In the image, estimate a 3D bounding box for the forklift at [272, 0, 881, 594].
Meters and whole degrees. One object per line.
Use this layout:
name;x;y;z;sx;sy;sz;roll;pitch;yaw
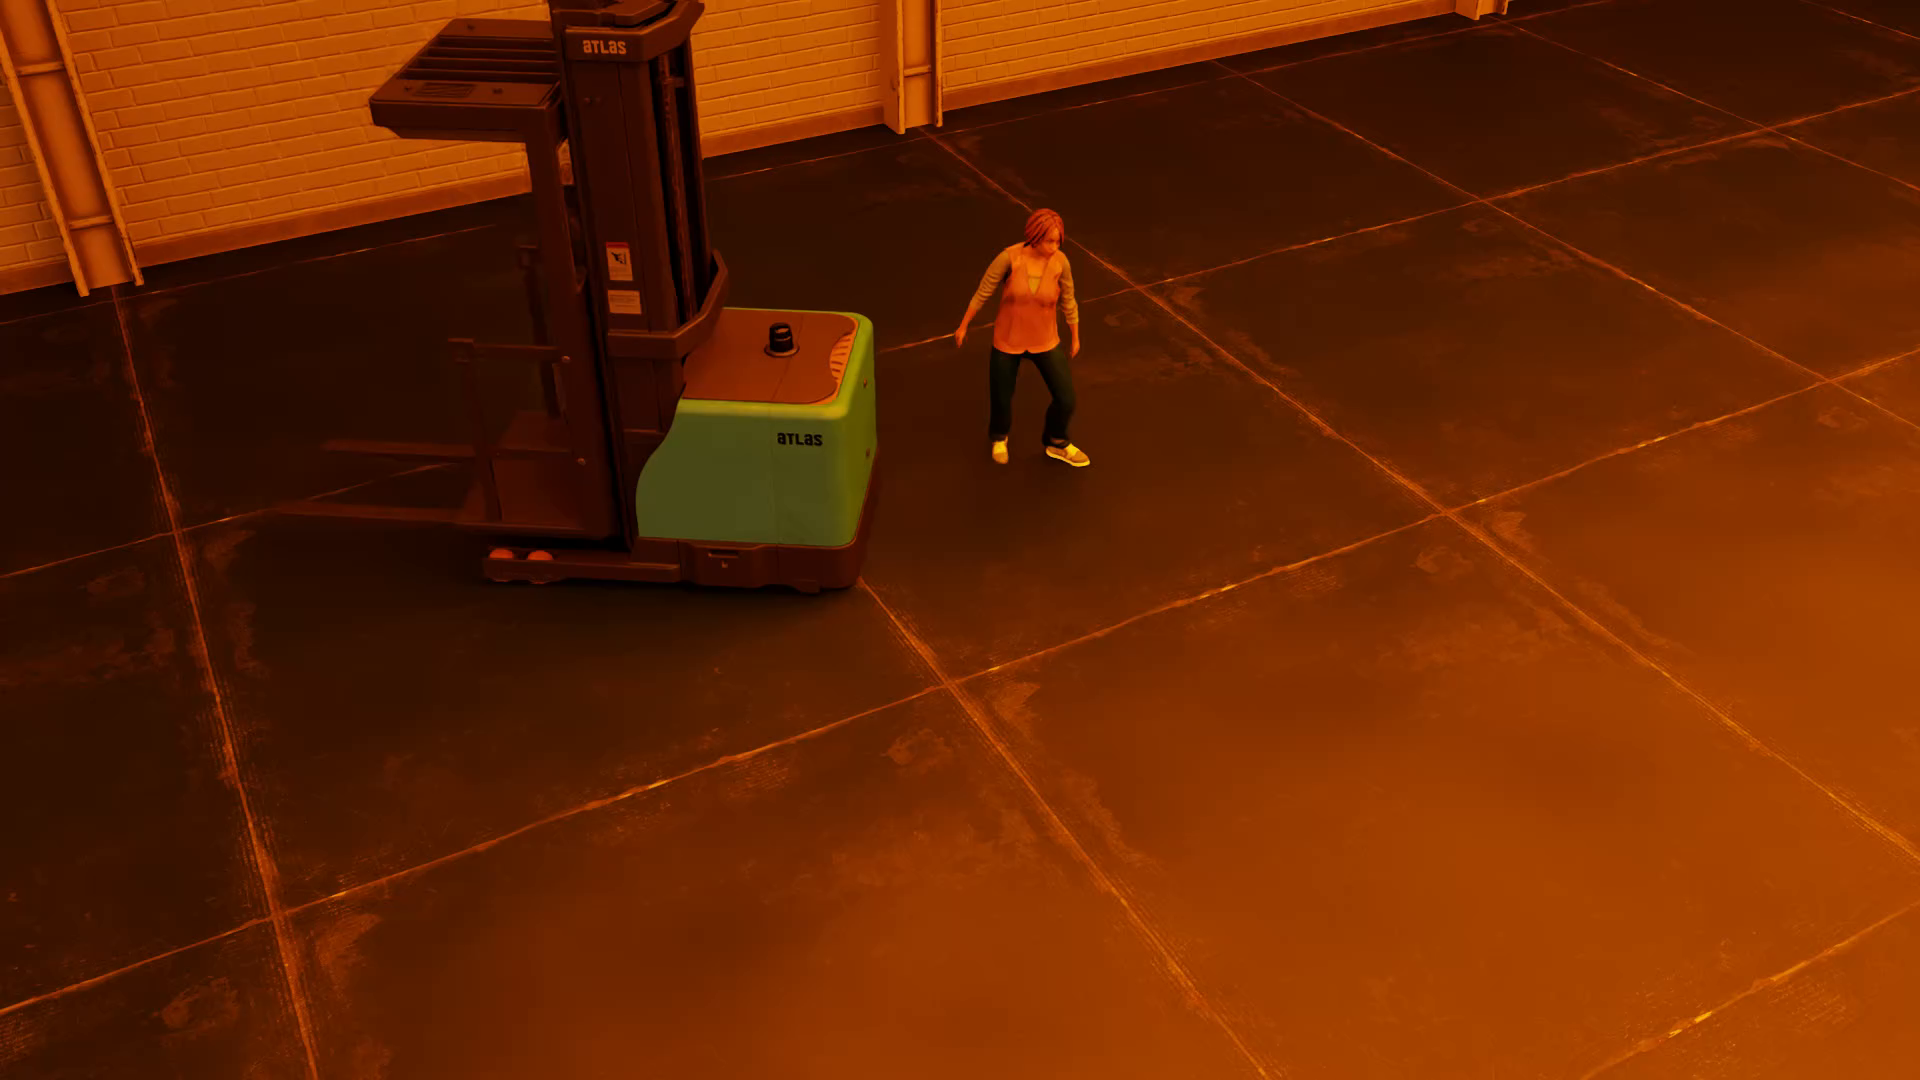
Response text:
forklift;-1.975;-1.276;7.928;3.031;2.935;1.130;3;35;4

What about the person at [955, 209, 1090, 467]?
person;0.347;-1.069;8.878;0.745;1.571;0.420;-1;35;-1
